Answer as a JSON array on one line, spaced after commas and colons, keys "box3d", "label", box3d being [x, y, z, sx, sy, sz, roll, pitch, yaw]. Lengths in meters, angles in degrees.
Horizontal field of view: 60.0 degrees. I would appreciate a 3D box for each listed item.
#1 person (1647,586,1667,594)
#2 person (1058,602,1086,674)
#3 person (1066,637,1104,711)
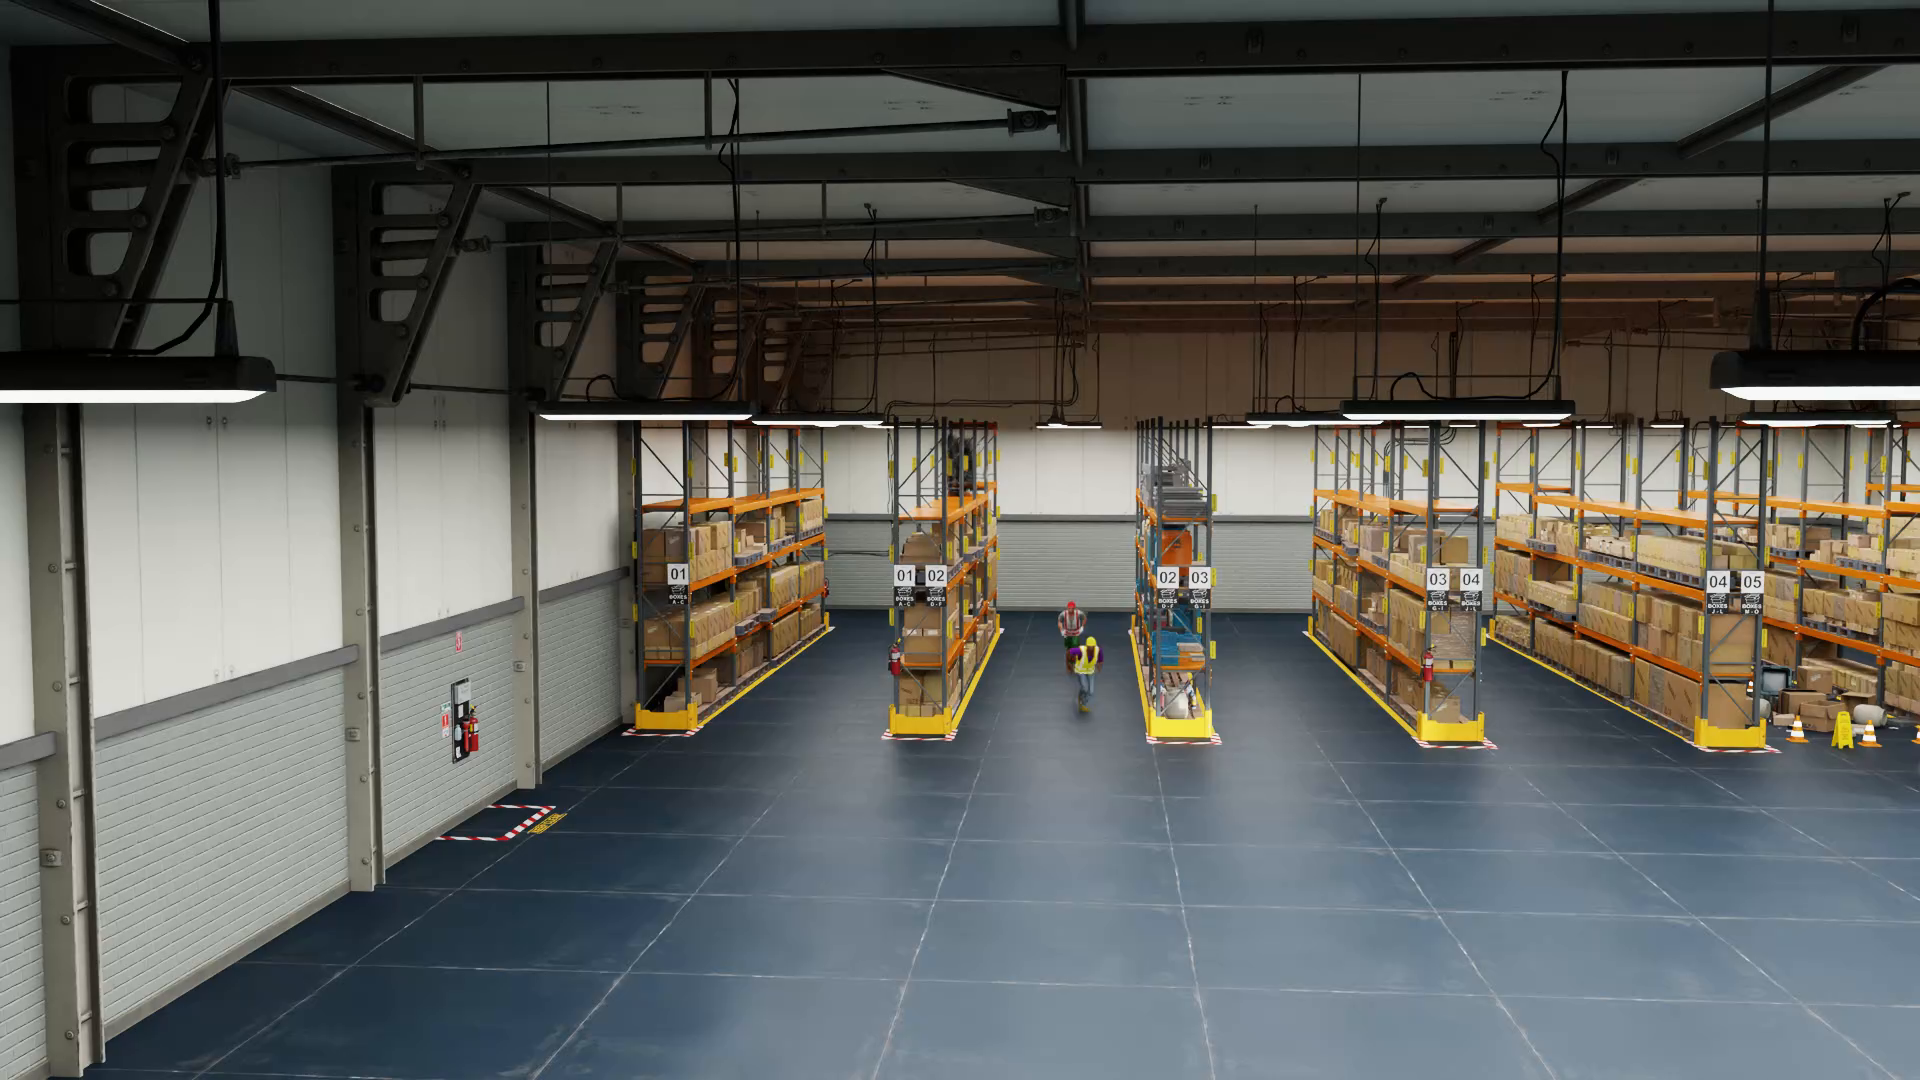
[{"box3d": [20.530, 1.669, 48.796, 0.837, 1.737, 0.719, -1, 4, -10], "label": "person"}, {"box3d": [2.670, 2.294, 39.714, 0.677, 1.730, 1.021, 0, 4, 1], "label": "person"}, {"box3d": [2.535, 2.731, 33.749, 0.735, 1.577, 0.830, -1, 4, -14], "label": "person"}]
